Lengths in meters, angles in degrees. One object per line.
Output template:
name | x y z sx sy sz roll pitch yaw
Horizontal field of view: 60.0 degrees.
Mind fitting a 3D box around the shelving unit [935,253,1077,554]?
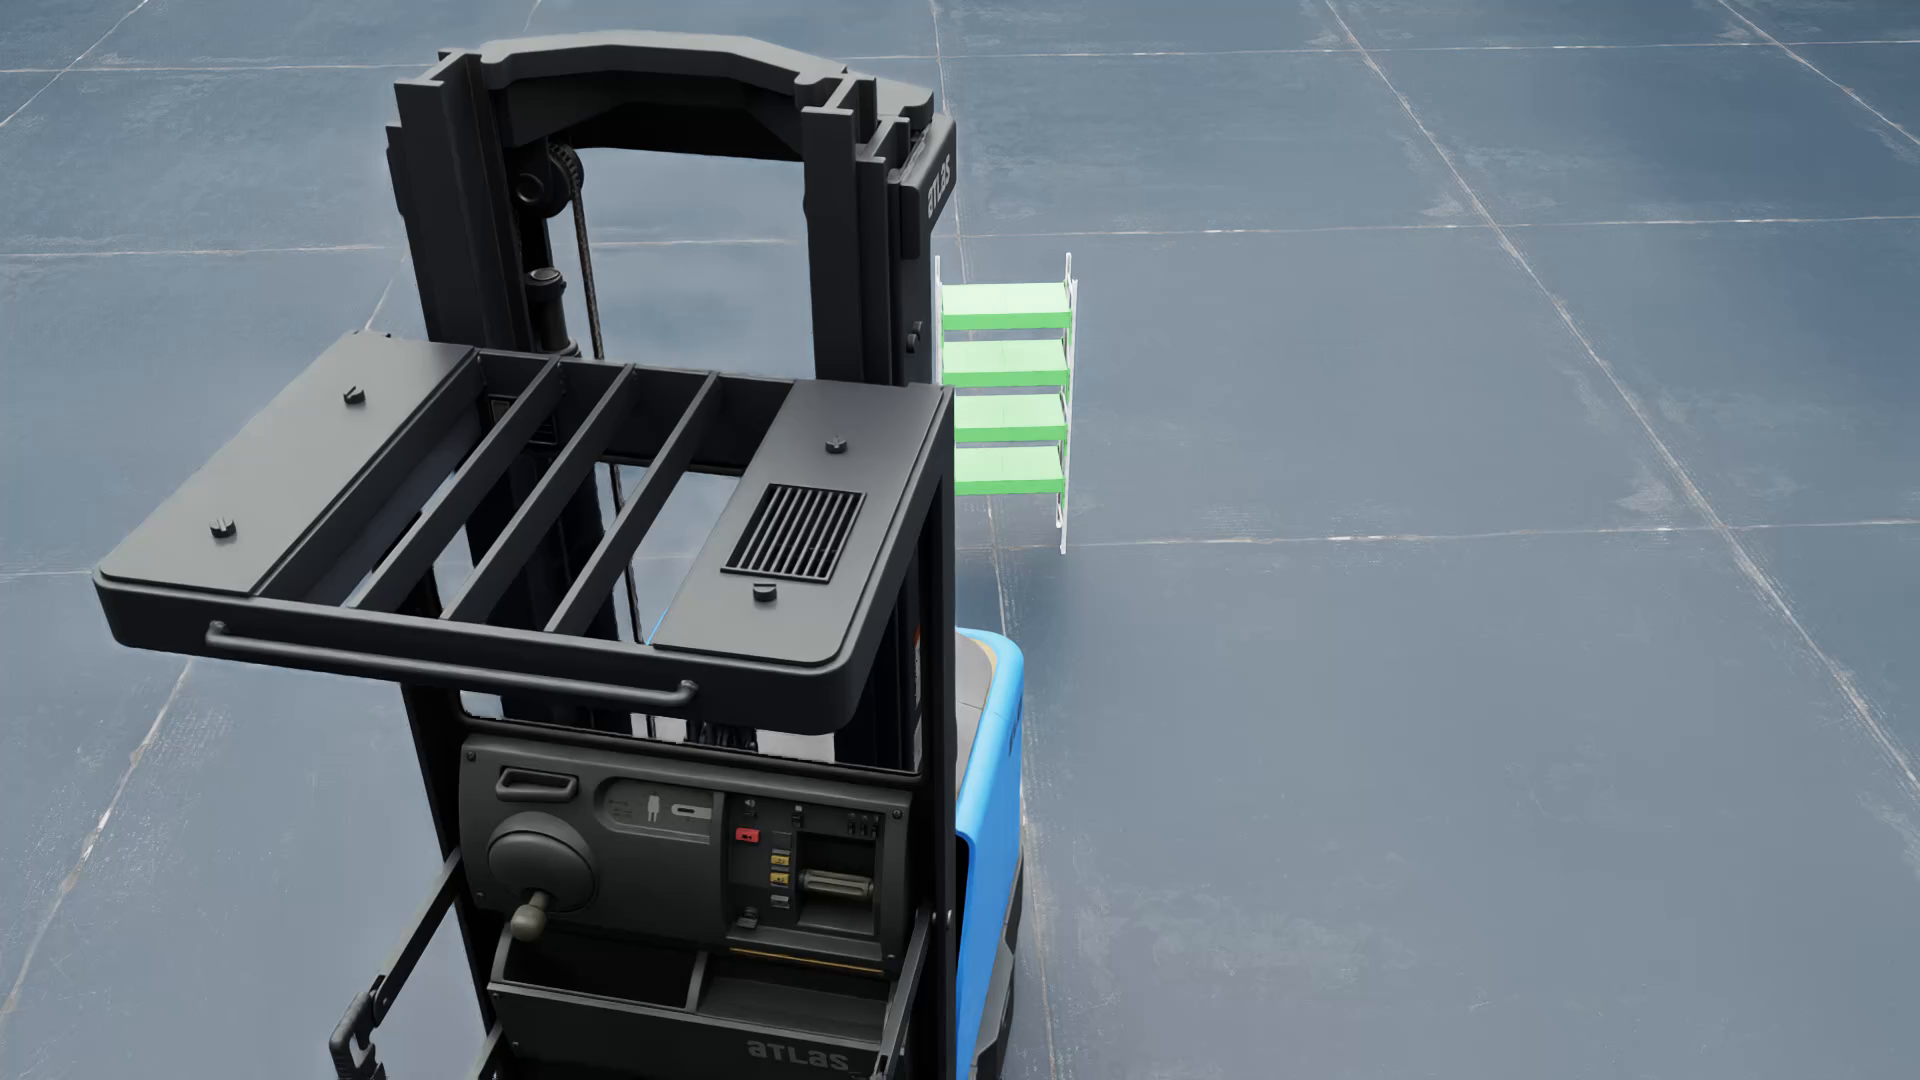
shelving unit | 0.165 -0.498 6.415 0.503 1.200 0.258 -2 35 -2

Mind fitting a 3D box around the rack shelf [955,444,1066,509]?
rack shelf | 0.165 -0.248 6.588 0.480 0.148 0.258 -2 35 -2

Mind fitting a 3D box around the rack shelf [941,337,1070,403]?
rack shelf | 0.165 -0.643 6.315 0.480 0.148 0.258 -2 35 -2

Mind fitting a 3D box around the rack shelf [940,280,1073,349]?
rack shelf | 0.165 -0.840 6.178 0.480 0.148 0.258 -2 35 -2

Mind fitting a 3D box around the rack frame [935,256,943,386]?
rack frame | -0.078 -0.491 6.405 0.015 1.200 0.240 -2 35 -2

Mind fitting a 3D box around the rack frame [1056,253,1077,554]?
rack frame | 0.409 -0.504 6.424 0.015 1.200 0.240 -2 35 -2

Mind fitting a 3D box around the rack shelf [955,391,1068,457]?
rack shelf | 0.165 -0.445 6.451 0.480 0.148 0.258 -2 35 -2

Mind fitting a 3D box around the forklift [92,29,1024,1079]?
forklift | -0.598 0.703 3.159 1.130 2.935 3.031 6 35 9
